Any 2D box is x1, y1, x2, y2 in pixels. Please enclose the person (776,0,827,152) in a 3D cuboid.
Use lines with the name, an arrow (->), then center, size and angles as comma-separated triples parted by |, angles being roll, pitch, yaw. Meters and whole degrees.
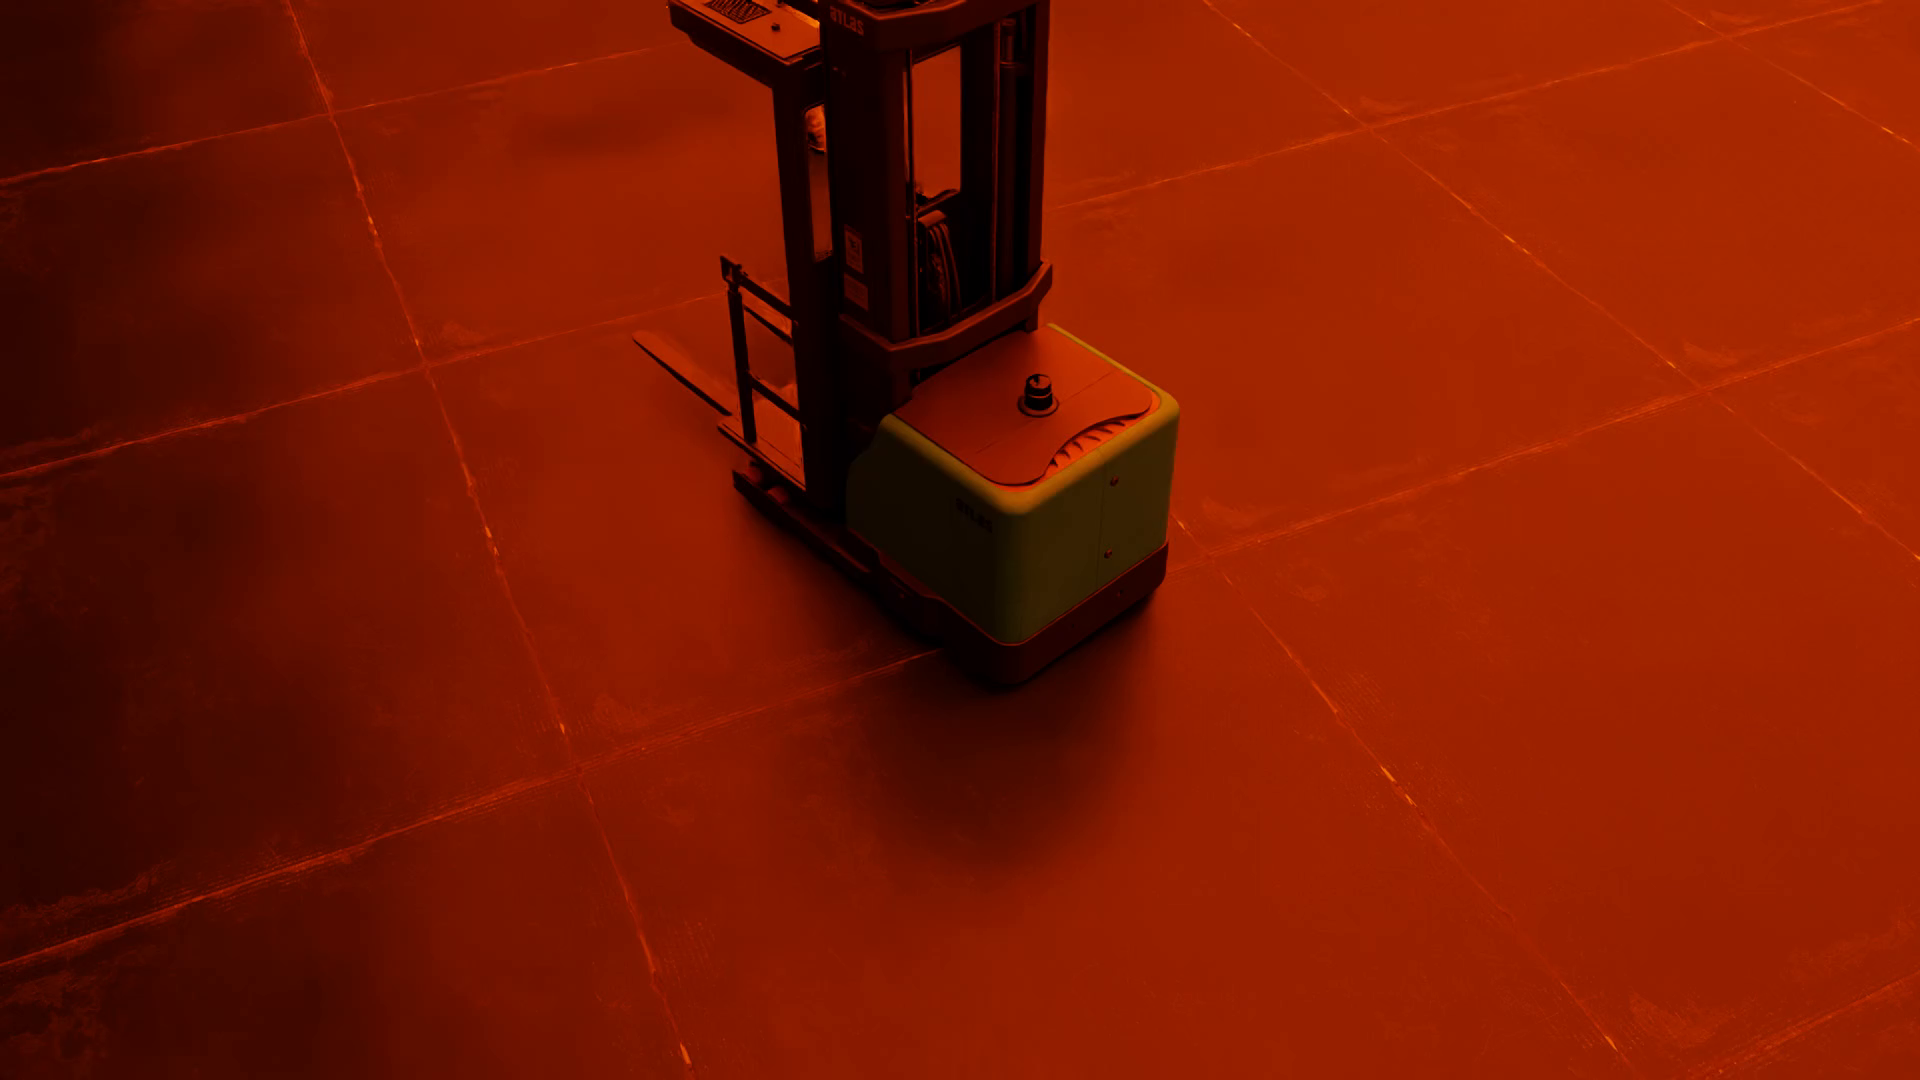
person -> -0.917, -3.154, 10.052 | 0.880, 1.693, 0.516 | -30, 51, -29

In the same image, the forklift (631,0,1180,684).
forklift -> -0.440, -1.376, 7.155 | 1.130, 2.935, 3.031 | -32, 52, -30
